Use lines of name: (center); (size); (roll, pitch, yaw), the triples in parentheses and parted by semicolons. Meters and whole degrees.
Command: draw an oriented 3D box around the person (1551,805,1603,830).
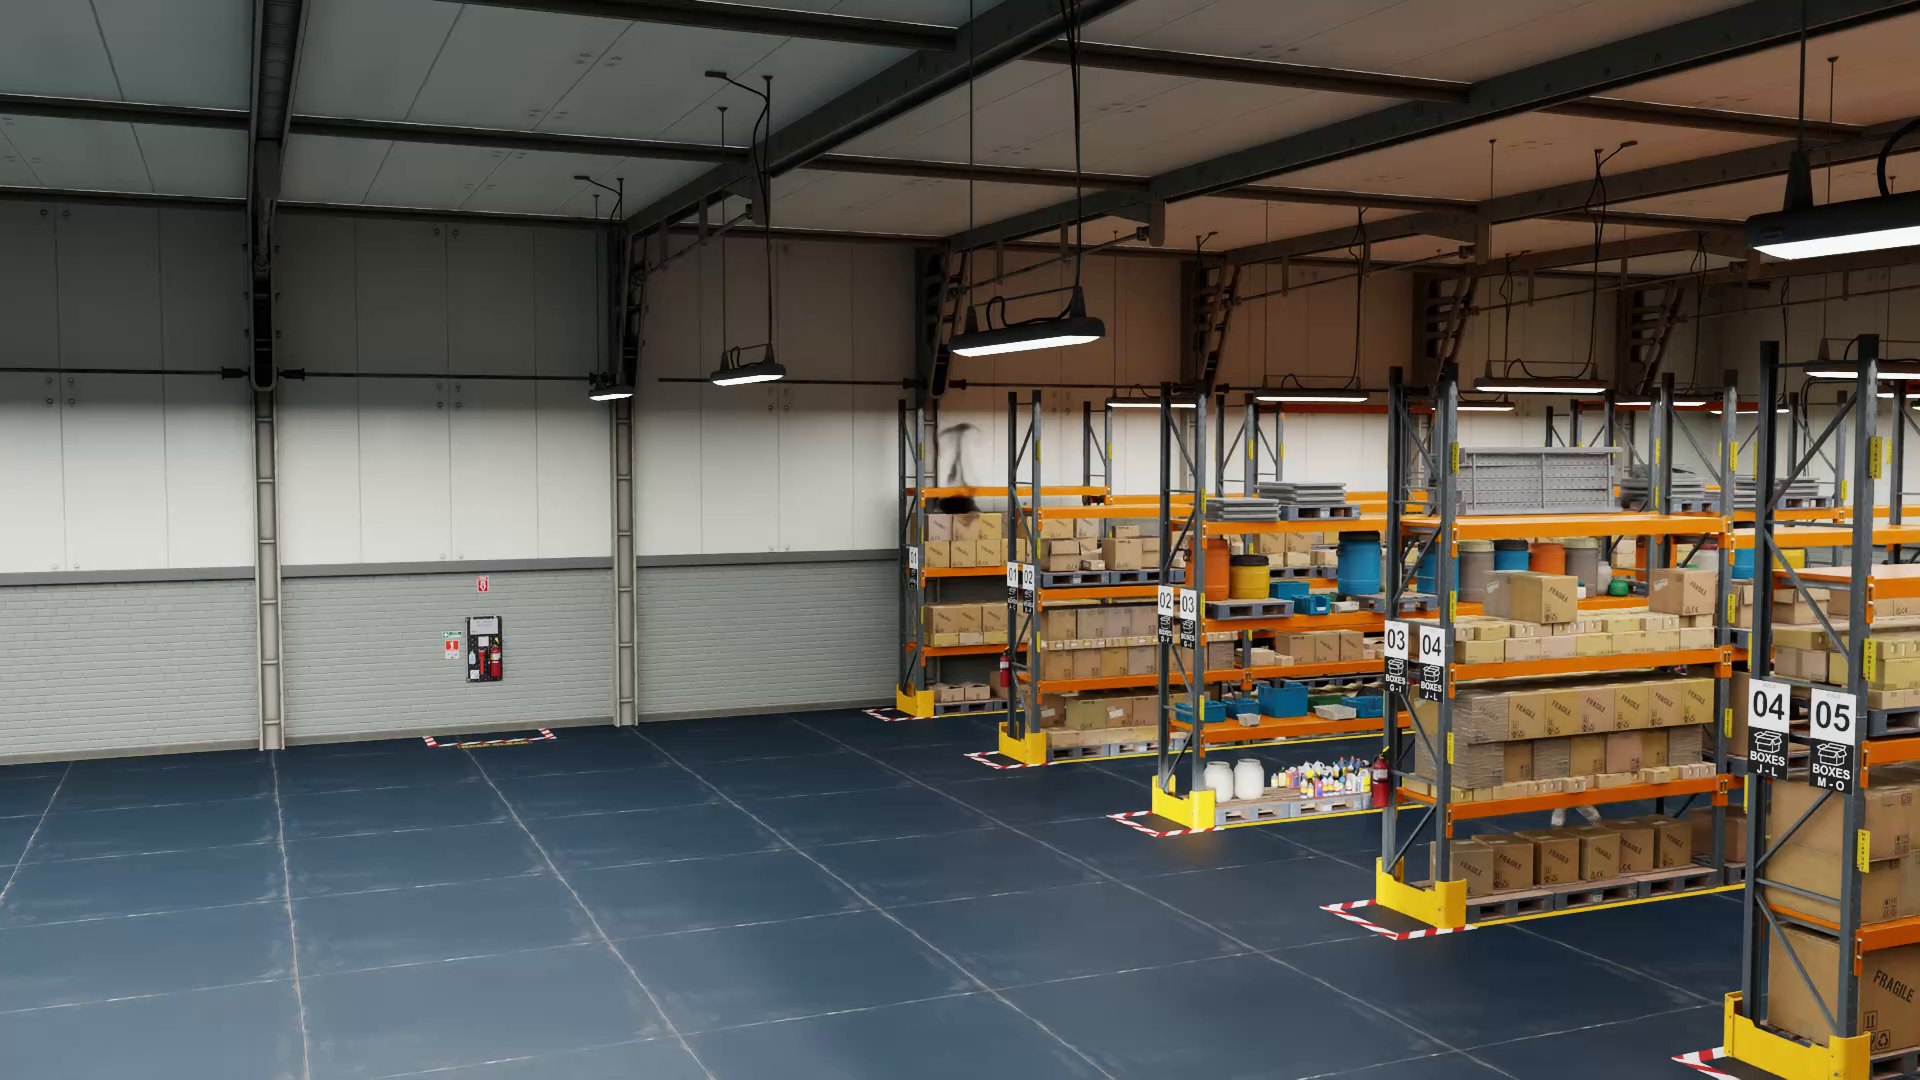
person: (7.807, 3.015, 21.102); (0.983, 1.805, 0.650); (-1, 4, -24)
